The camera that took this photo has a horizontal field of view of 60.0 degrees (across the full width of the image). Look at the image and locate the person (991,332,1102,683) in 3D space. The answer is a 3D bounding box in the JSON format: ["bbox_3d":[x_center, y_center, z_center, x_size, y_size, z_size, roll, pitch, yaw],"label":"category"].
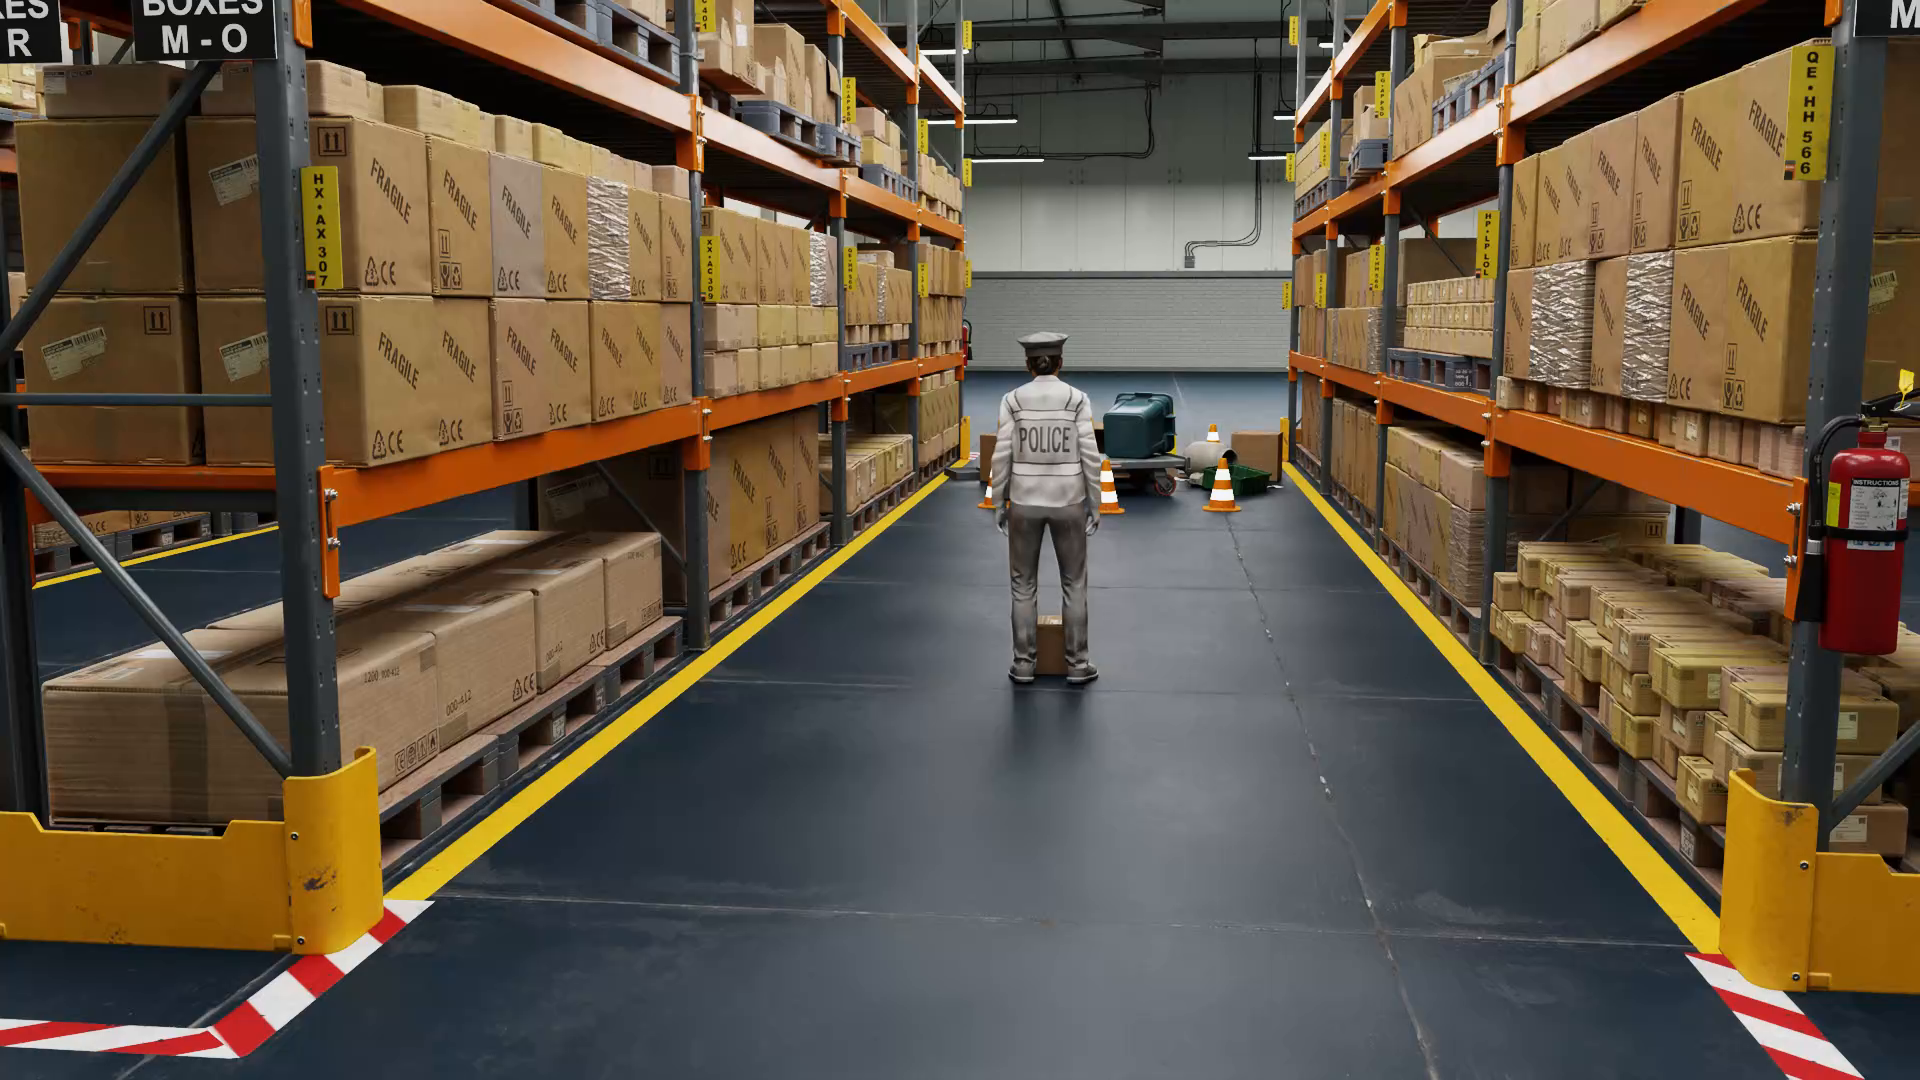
[{"bbox_3d":[0.418,-0.149,7.893,0.510,1.662,0.373,1,8,5],"label":"person"}]
